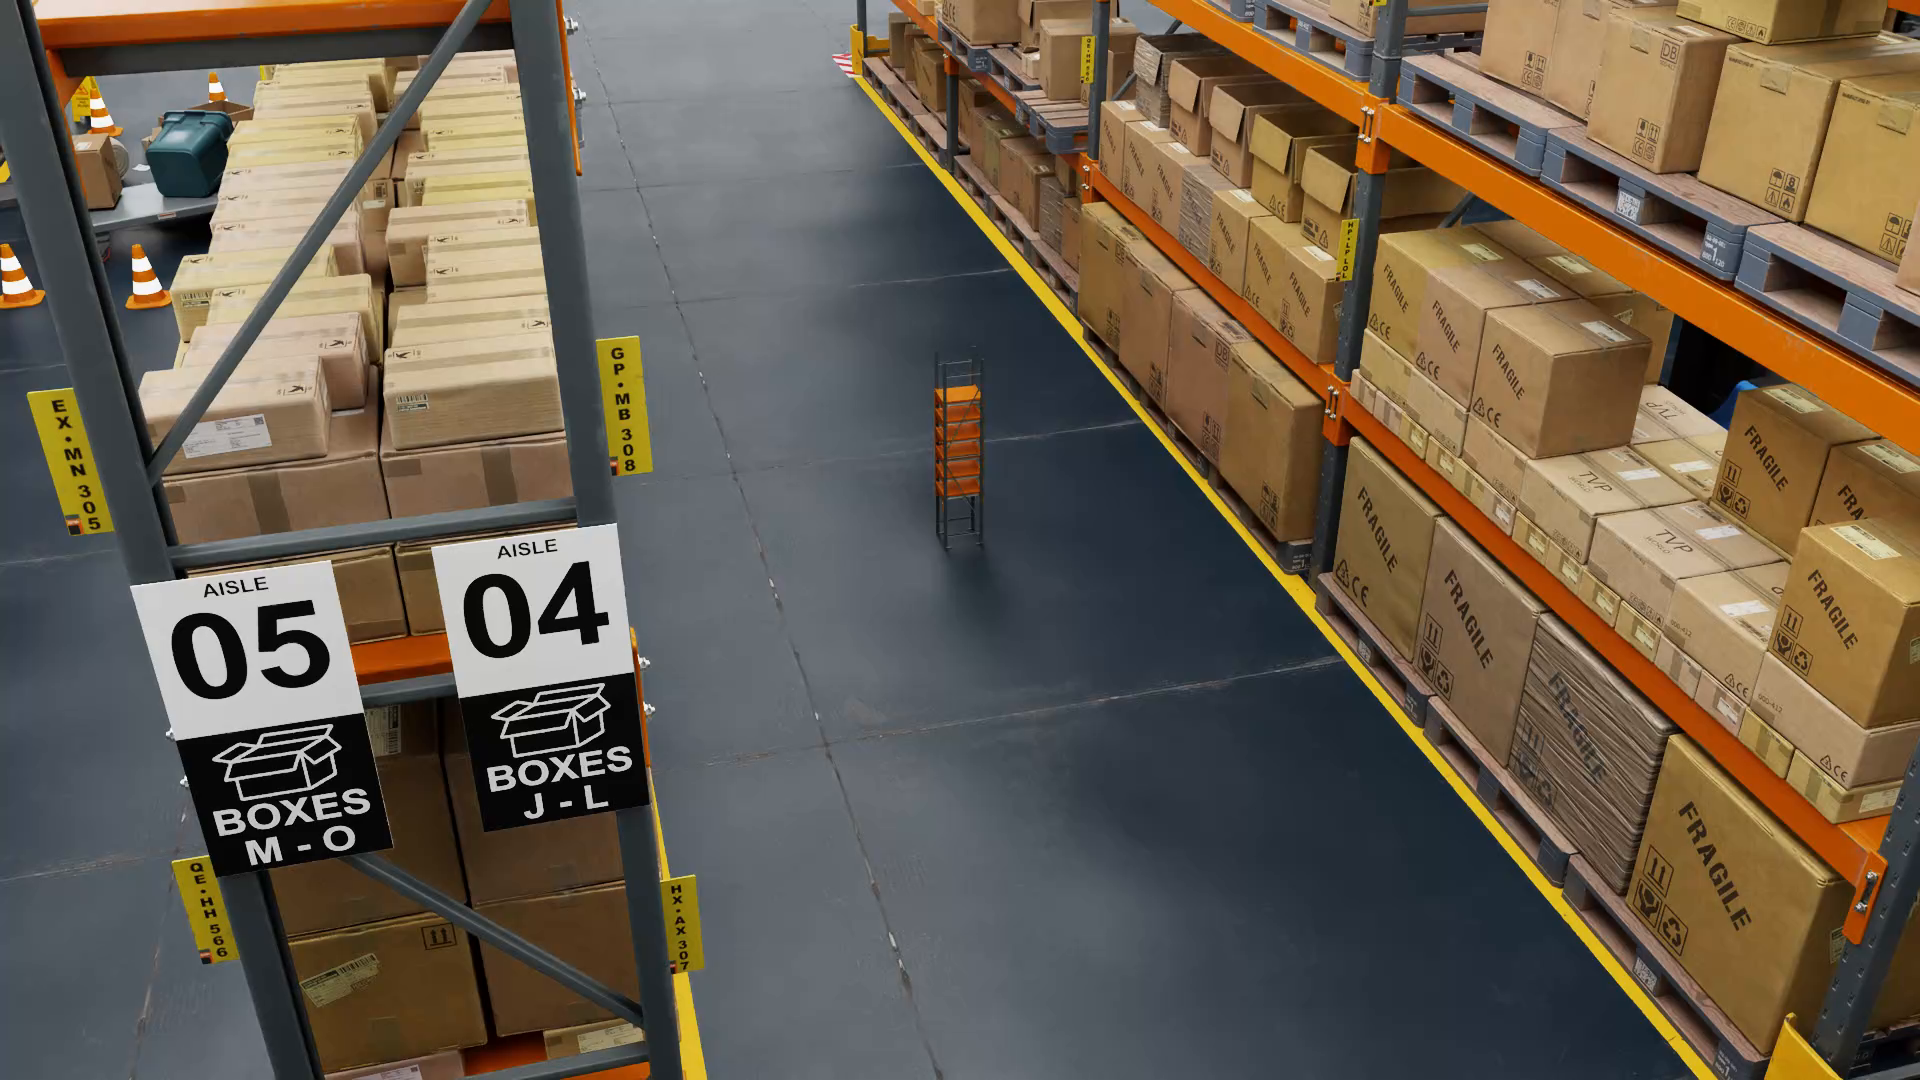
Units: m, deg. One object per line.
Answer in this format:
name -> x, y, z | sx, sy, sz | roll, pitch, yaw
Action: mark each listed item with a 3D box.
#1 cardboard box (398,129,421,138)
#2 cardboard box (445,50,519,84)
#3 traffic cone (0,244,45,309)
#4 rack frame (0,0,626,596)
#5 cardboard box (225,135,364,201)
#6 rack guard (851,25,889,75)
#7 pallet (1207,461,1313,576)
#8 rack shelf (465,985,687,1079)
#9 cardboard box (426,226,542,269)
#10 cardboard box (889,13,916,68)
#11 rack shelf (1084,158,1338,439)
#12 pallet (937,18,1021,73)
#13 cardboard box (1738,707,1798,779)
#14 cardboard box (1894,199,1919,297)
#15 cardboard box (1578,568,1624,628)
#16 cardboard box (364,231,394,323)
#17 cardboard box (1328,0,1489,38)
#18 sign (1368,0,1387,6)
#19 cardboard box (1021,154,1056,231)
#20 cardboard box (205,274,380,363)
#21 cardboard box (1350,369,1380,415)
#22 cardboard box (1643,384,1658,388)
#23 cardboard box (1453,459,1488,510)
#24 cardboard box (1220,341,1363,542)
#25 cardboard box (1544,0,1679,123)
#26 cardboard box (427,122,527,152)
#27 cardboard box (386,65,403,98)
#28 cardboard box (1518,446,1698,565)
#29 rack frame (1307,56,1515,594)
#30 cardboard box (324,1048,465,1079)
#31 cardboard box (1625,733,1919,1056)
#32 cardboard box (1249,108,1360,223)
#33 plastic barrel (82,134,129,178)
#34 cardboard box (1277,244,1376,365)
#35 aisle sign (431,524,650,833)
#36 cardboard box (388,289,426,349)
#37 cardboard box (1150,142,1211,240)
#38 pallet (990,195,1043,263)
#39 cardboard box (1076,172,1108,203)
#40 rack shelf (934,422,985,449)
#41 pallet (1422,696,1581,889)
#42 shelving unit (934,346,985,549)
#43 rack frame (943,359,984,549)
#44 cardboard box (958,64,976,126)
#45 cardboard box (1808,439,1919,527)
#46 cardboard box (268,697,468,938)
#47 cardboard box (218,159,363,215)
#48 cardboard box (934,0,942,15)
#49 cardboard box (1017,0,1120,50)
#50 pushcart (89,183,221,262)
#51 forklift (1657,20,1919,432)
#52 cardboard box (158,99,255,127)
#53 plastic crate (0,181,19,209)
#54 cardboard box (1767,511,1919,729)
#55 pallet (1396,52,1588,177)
cardboard box -> -1.823, -1.479, 6.198 | 0.500, 0.250, 0.500 | -9, 31, -15
cardboard box -> -1.786, -1.740, 6.251 | 0.380, 0.149, 0.250 | -8, 31, -13
traffic cone -> -7.508, -2.117, 13.177 | 0.336, 0.463, 0.334 | -8, 31, -13
rack frame -> -1.256, -1.135, 2.960 | 1.000, 3.000, 0.127 | -8, 31, -13
cardboard box -> -2.089, -1.155, 5.240 | 0.380, 0.149, 0.250 | -9, 31, -15
rack guard -> -0.674, -5.759, 19.431 | 1.175, 0.500, 0.348 | -8, 31, -13
pallet -> 2.214, -0.237, 10.180 | 1.003, 0.211, 1.213 | -8, 31, -13
rack shelf -> -1.787, 0.806, 6.312 | 1.077, 0.370, 4.000 | -8, 31, -13
cardboard box -> -1.238, -0.732, 4.509 | 0.380, 0.149, 0.250 | -7, 31, -13
cardboard box -> -0.544, -5.673, 18.865 | 0.500, 0.500, 0.500 | -2, 30, -4
rack shelf -> 1.960, -1.736, 10.704 | 1.077, 0.370, 4.000 | -8, 31, -13
pallet -> 0.430, -4.474, 14.908 | 1.003, 0.211, 1.213 | -8, 31, -13
cardboard box -> 3.070, 0.706, 6.019 | 0.380, 0.149, 0.250 | -8, 31, -13
cardboard box -> 3.363, -0.960, 5.032 | 0.700, 0.500, 0.500 | -10, 31, -16
cardboard box -> 2.799, 0.213, 6.870 | 0.380, 0.149, 0.250 | -8, 31, -13
cardboard box -> -1.894, -0.672, 4.804 | 0.500, 0.250, 0.500 | -7, 31, -13
cardboard box -> 2.328, -2.884, 8.455 | 0.700, 0.500, 0.500 | -7, 31, -12
sign -> 1.971, -2.663, 7.763 | 0.100, 0.325, 0.005 | -8, 31, -13
cardboard box -> 0.916, -2.982, 14.195 | 0.700, 0.500, 0.500 | -5, 30, -9
cardboard box -> -1.668, -0.539, 4.176 | 0.380, 0.149, 0.250 | -9, 31, -15
cardboard box -> 2.249, -0.786, 8.595 | 0.380, 0.149, 0.250 | -8, 31, -13
cardboard box -> 3.001, -0.717, 8.079 | 0.500, 0.250, 0.500 | -7, 31, -12
cardboard box -> 2.529, -0.281, 7.724 | 0.380, 0.149, 0.250 | -8, 31, -14
cardboard box -> 2.302, -0.650, 9.812 | 1.225, 0.875, 0.875 | -8, 31, -13
cardboard box -> 2.895, -2.018, 6.860 | 0.700, 0.500, 0.500 | -6, 31, -11
cardboard box -> -1.516, -1.237, 5.383 | 0.380, 0.149, 0.250 | -8, 31, -14
cardboard box -> -2.421, -1.656, 6.504 | 0.500, 0.250, 0.500 | -7, 31, -12
cardboard box -> 2.757, -0.154, 7.106 | 0.500, 0.250, 0.500 | -8, 31, -13
rack frame -> 2.491, -1.082, 8.855 | 1.000, 3.000, 0.127 | -8, 31, -13
cardboard box -> -1.615, 1.450, 4.733 | 0.380, 0.149, 0.250 | -8, 31, -13
cardboard box -> 3.306, 1.290, 6.460 | 0.875, 0.875, 0.875 | -8, 31, -13
cardboard box -> 2.143, -2.199, 9.685 | 0.797, 0.503, 0.637 | -8, 31, -13
plastic barrel -> -8.241, -3.648, 15.862 | 0.512, 0.421, 0.421 | 13, 32, 21
cardboard box -> 2.104, -1.314, 9.158 | 0.500, 0.500, 0.500 | -8, 31, -13
aisle sign -> -0.948, 0.331, 3.819 | 0.394, 0.787, 0.004 | -8, 31, -13
cardboard box -> -1.262, -0.487, 4.485 | 0.500, 0.250, 0.500 | -8, 31, -14
cardboard box -> 1.575, -2.290, 10.843 | 0.500, 0.500, 0.500 | -8, 31, -14
pallet -> 0.903, -2.772, 14.560 | 1.003, 0.211, 1.213 | -8, 31, -13
cardboard box -> 1.223, -2.766, 13.073 | 0.500, 0.250, 0.500 | -7, 31, -11
rack shelf -> -0.004, -0.592, 9.655 | 0.258, 0.103, 0.180 | -8, 31, -13
pallet -> 2.945, 1.093, 7.881 | 1.003, 0.211, 1.213 | -8, 31, -13
shelving unit -> -0.004, -0.526, 9.693 | 0.258, 1.200, 0.189 | -8, 31, -13
rack frame -> 0.020, -0.482, 9.616 | 0.240, 1.200, 0.006 | -8, 31, -13
cardboard box -> 0.141, -4.519, 16.871 | 0.500, 0.500, 0.500 | 2, 30, 3
cardboard box -> 3.553, -0.047, 6.173 | 0.500, 0.500, 0.500 | -9, 31, -14
cardboard box -> -1.617, 0.668, 4.437 | 0.500, 0.500, 0.500 | -8, 31, -14
cardboard box -> -2.015, -1.029, 5.023 | 0.380, 0.149, 0.250 | -9, 31, -15
cardboard box -> -0.038, -5.152, 16.139 | 0.380, 0.149, 0.250 | -8, 31, -13
cardboard box -> 0.917, -4.347, 13.974 | 0.797, 0.503, 0.637 | -5, 30, -8
pushcart -> -7.002, -2.820, 14.477 | 1.648, 0.377, 0.936 | -20, 35, -30
forklift -> 4.707, -1.649, 9.904 | 1.130, 2.935, 3.031 | -7, 31, -12
cardboard box -> -7.341, -3.967, 16.333 | 0.637, 0.503, 0.797 | 19, 35, 29
plastic crate -> -8.813, -3.231, 15.484 | 0.402, 0.080, 0.583 | -20, 35, -30
cardboard box -> 3.170, 0.262, 5.639 | 0.500, 0.500, 0.500 | -7, 31, -13
pallet -> 2.698, -1.945, 7.441 | 1.003, 0.211, 1.213 | -8, 31, -13
